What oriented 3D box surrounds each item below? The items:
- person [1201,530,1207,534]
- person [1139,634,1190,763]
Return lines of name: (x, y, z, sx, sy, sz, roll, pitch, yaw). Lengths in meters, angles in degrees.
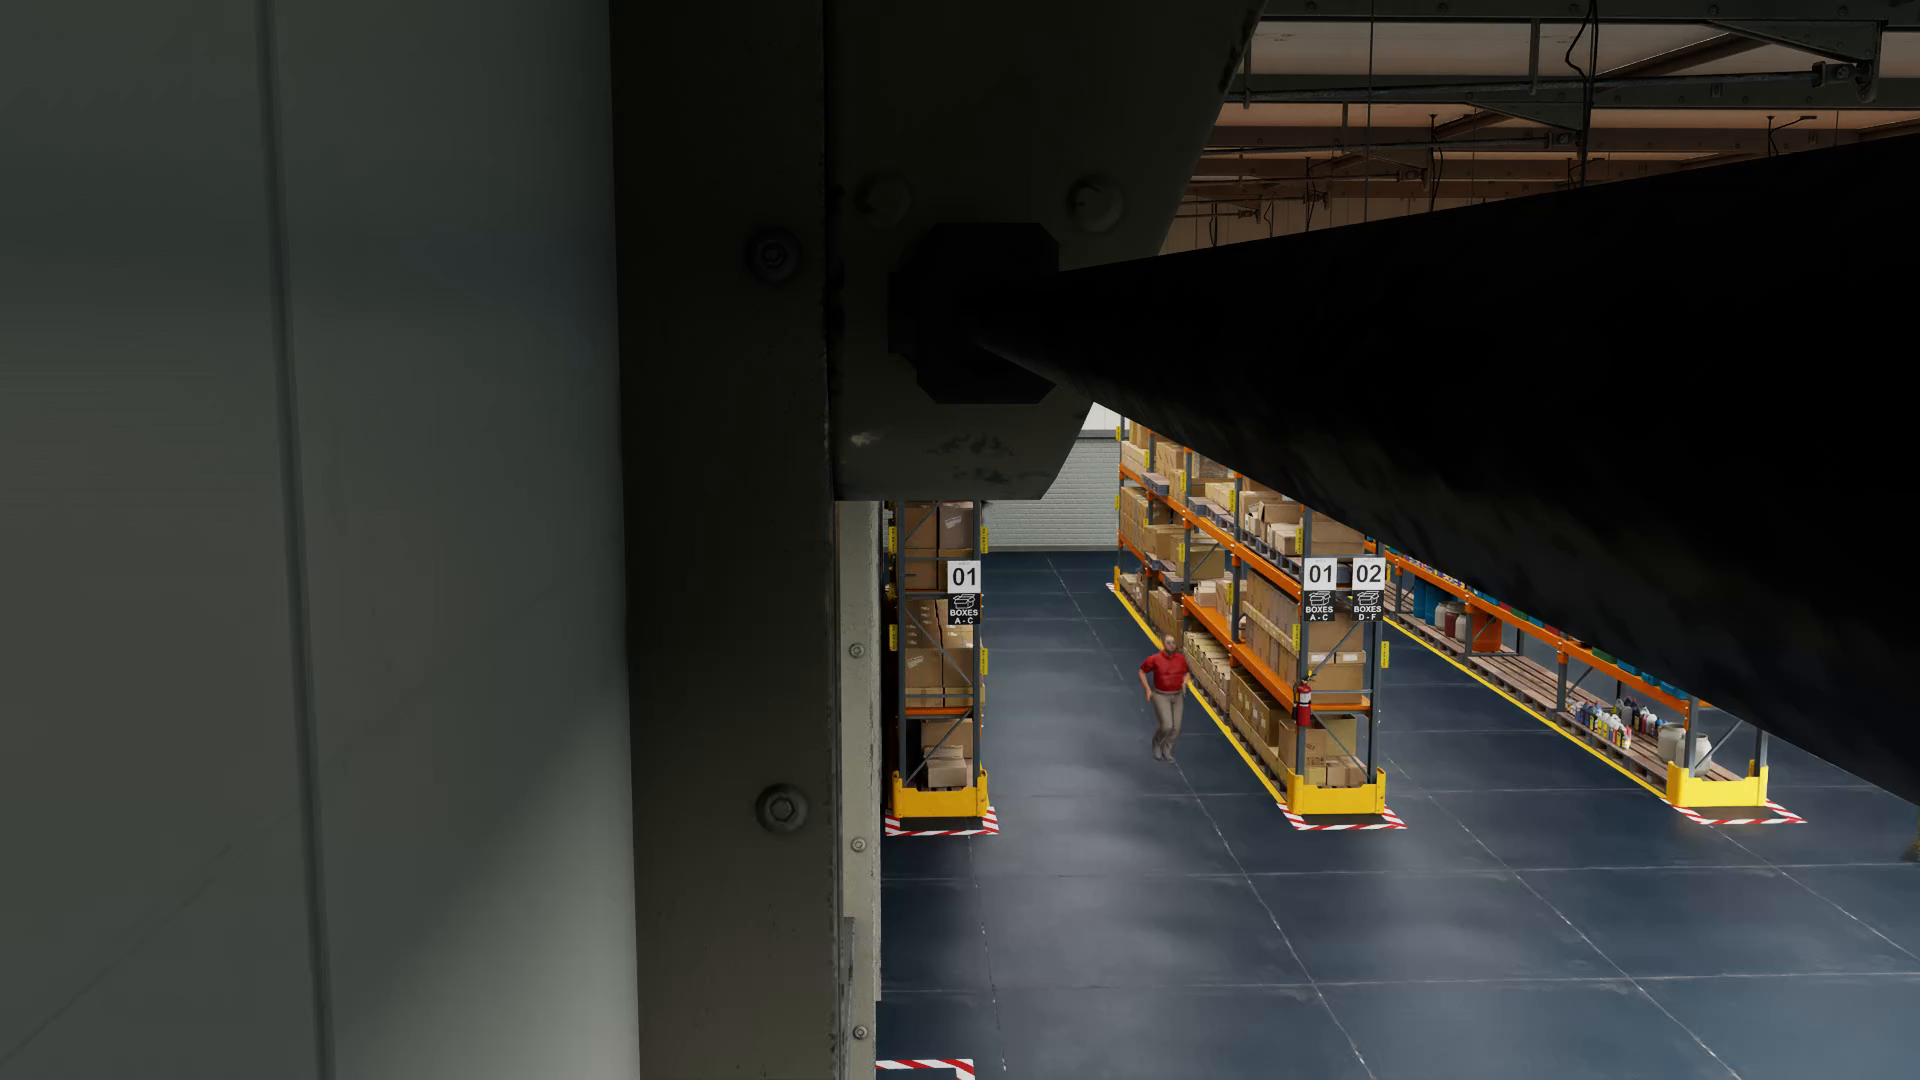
person: (5.480, 0.172, 36.743, 0.587, 1.546, 0.728, -8, 11, -44)
person: (2.733, 2.088, 21.741, 0.665, 1.700, 0.559, -3, 9, -17)
